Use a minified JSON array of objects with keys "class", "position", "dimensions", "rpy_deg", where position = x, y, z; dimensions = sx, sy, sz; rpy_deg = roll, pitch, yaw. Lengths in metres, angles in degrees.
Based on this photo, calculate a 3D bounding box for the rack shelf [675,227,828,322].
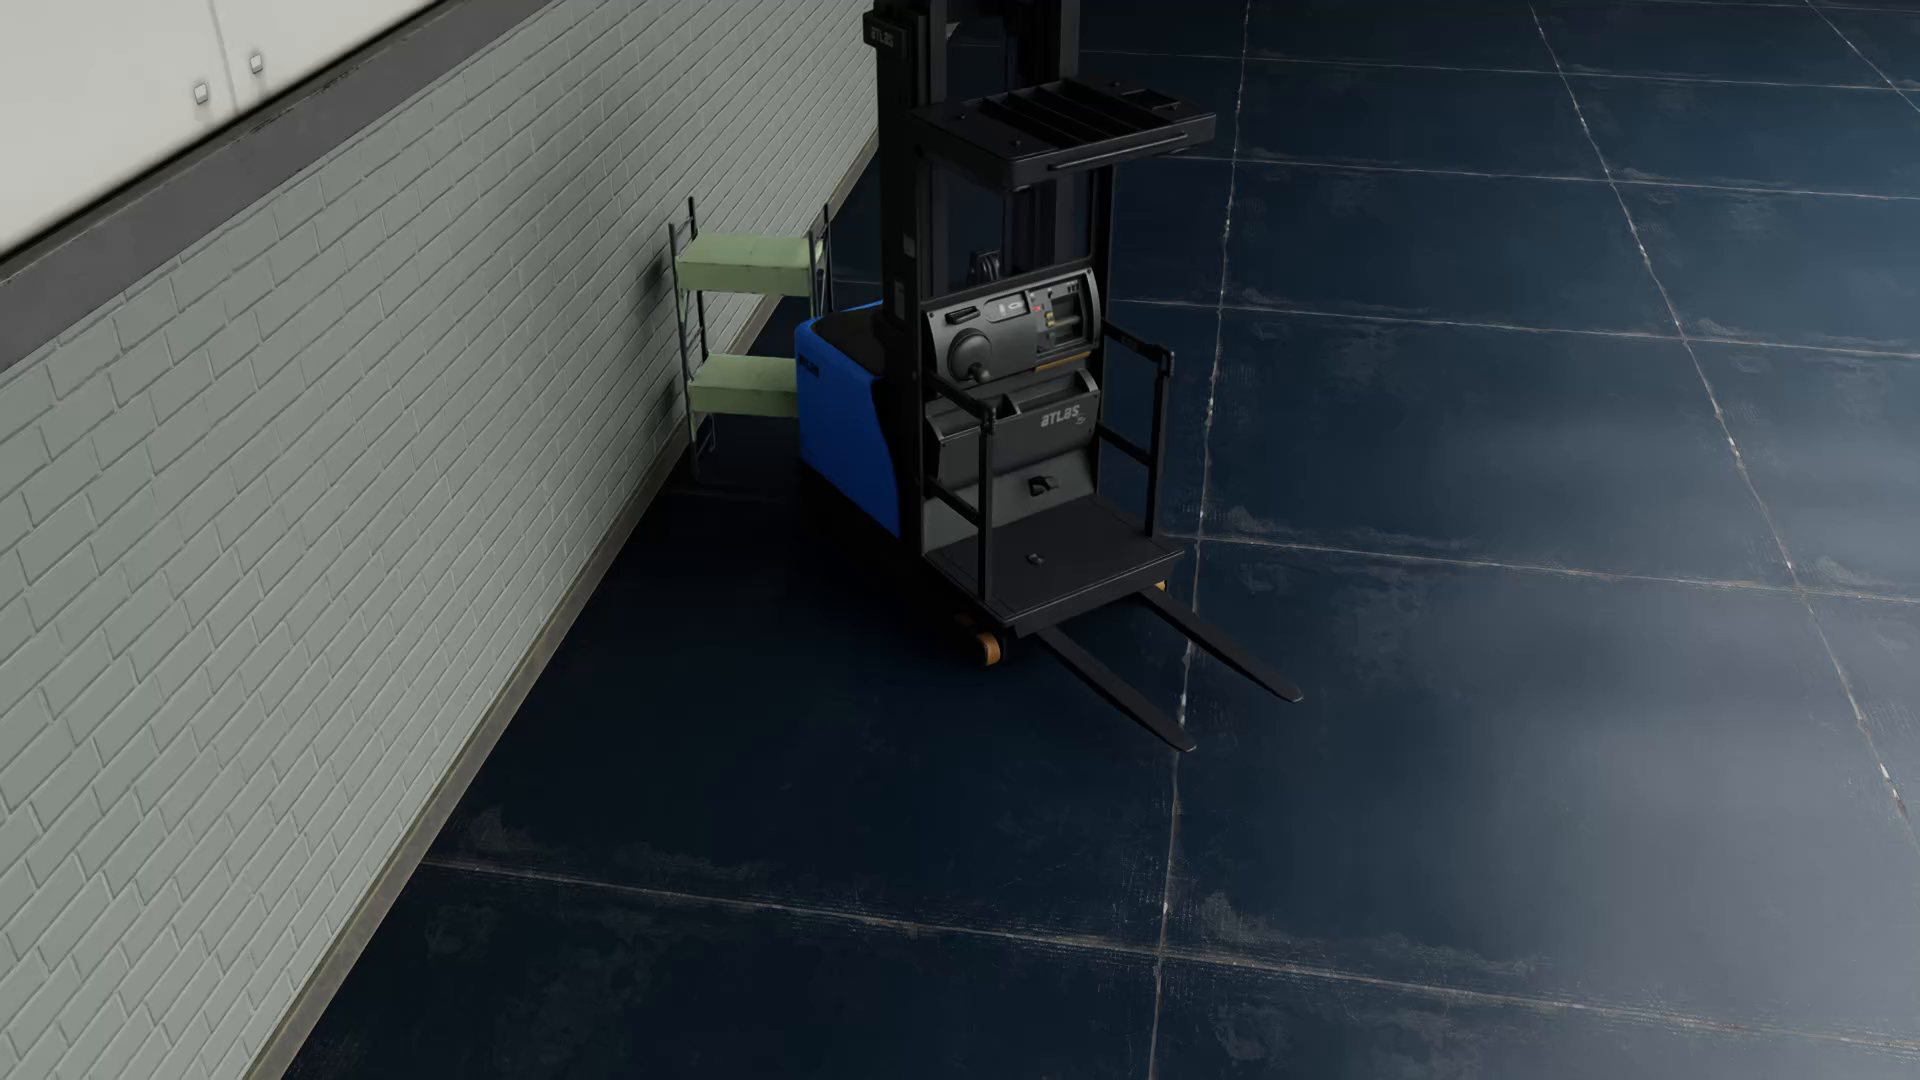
[{"class":"rack shelf","position":[-1.091,-1.388,8.819],"dimensions":[0.720,0.370,0.431],"rpy_deg":[4,32,7]}]

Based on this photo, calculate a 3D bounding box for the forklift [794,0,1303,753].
[{"class":"forklift","position":[0.374,-0.936,7.483],"dimensions":[1.130,2.935,3.031],"rpy_deg":[-20,37,-28]}]

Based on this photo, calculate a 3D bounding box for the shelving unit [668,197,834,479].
[{"class":"shelving unit","position":[-1.091,-1.058,9.026],"dimensions":[0.755,1.500,0.431],"rpy_deg":[4,32,7]}]

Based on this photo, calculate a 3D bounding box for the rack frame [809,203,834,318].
[{"class":"rack frame","position":[-0.729,-1.030,8.982],"dimensions":[0.023,1.500,0.400],"rpy_deg":[4,32,7]}]

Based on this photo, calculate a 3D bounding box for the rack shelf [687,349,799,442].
[{"class":"rack shelf","position":[-1.091,-0.781,9.199],"dimensions":[0.720,0.370,0.431],"rpy_deg":[4,32,7]}]

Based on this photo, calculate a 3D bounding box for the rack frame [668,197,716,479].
[{"class":"rack frame","position":[-1.453,-1.085,9.069],"dimensions":[0.023,1.500,0.400],"rpy_deg":[4,32,7]}]
